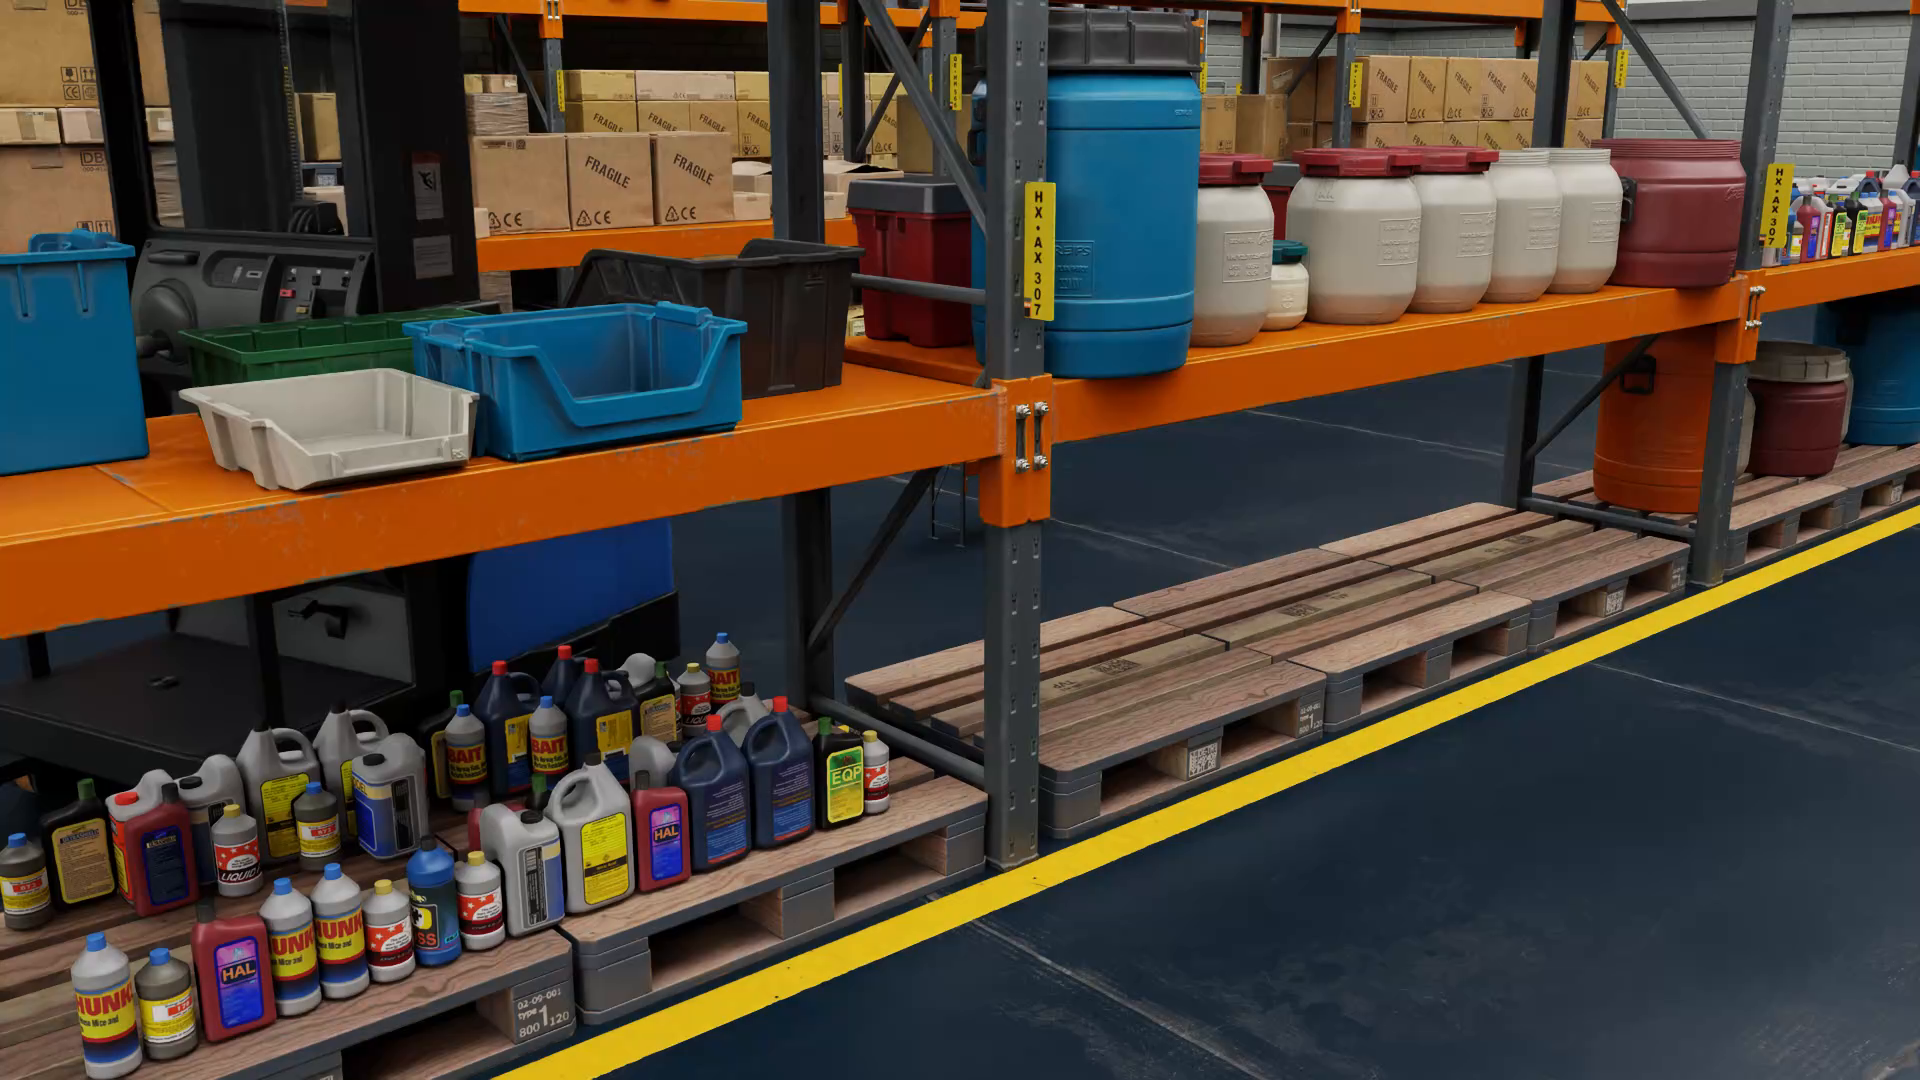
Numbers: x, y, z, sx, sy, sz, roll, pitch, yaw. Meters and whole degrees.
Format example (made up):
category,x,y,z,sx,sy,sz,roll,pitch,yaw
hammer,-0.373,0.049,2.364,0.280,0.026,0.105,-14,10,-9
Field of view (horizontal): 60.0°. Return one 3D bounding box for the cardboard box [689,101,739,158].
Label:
category,x,y,z,sx,sy,sz,roll,pitch,yaw
cardboard box,-2.337,-3.681,14.908,0.500,0.500,0.500,-13,20,-40

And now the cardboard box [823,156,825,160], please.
category,x,y,z,sx,sy,sz,roll,pitch,yaw
cardboard box,-1.488,-3.562,15.722,0.250,0.149,0.380,-13,19,-39

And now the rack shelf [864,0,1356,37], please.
category,x,y,z,sx,sy,sz,roll,pitch,yaw
rack shelf,1.116,-3.753,11.568,4.000,0.370,1.077,-13,19,-39

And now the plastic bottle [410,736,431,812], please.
category,x,y,z,sx,sy,sz,roll,pitch,yaw
plastic bottle,-1.414,0.601,4.257,0.097,0.201,0.097,0,15,0

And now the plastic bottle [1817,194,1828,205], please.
category,x,y,z,sx,sy,sz,roll,pitch,yaw
plastic bottle,4.497,-1.707,8.714,0.097,0.201,0.097,0,15,0

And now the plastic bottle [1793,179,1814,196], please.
category,x,y,z,sx,sy,sz,roll,pitch,yaw
plastic bottle,4.401,-1.764,8.783,0.135,0.276,0.152,-13,19,-39

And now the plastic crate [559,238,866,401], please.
category,x,y,z,sx,sy,sz,roll,pitch,yaw
plastic crate,-0.640,-0.576,4.213,0.504,0.338,0.767,-13,19,-39

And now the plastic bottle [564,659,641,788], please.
category,x,y,z,sx,sy,sz,roll,pitch,yaw
plastic bottle,-0.948,0.482,4.415,0.185,0.351,0.144,-13,19,-39

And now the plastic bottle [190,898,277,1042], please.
category,x,y,z,sx,sy,sz,roll,pitch,yaw
plastic bottle,-1.424,0.827,3.254,0.133,0.283,0.061,-12,19,-38

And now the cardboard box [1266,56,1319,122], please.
category,x,y,z,sx,sy,sz,roll,pitch,yaw
cardboard box,2.836,-3.657,13.498,0.500,0.500,0.500,-13,19,-39

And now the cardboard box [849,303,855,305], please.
category,x,y,z,sx,sy,sz,roll,pitch,yaw
cardboard box,-0.981,-1.426,10.704,0.500,0.311,0.500,-12,19,-38

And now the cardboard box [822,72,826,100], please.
category,x,y,z,sx,sy,sz,roll,pitch,yaw
cardboard box,-1.591,-4.217,15.464,0.500,0.250,0.500,-12,19,-38

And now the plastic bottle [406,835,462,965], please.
category,x,y,z,sx,sy,sz,roll,pitch,yaw
plastic bottle,-1.120,0.758,3.535,0.097,0.271,0.097,0,15,0

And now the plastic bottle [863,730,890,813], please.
category,x,y,z,sx,sy,sz,roll,pitch,yaw
plastic bottle,-0.231,0.592,4.291,0.097,0.201,0.097,0,15,0

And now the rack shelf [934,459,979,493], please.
category,x,y,z,sx,sy,sz,roll,pitch,yaw
rack shelf,0.125,-0.351,7.769,0.480,0.148,0.258,-13,19,-39

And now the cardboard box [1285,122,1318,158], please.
category,x,y,z,sx,sy,sz,roll,pitch,yaw
cardboard box,2.833,-3.173,13.621,0.500,0.500,0.500,-12,19,-38

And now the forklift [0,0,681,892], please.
category,x,y,z,sx,sy,sz,roll,pitch,yaw
forklift,-2.136,-0.670,4.579,1.130,2.935,3.031,8,17,27

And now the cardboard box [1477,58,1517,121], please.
category,x,y,z,sx,sy,sz,roll,pitch,yaw
cardboard box,4.331,-3.808,14.063,0.500,0.500,0.500,-12,19,-38

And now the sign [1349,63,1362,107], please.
category,x,y,z,sx,sy,sz,roll,pitch,yaw
sign,2.992,-3.442,12.579,0.005,0.325,0.100,-13,19,-39

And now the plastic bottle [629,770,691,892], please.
category,x,y,z,sx,sy,sz,roll,pitch,yaw
plastic bottle,-0.699,0.664,3.864,0.133,0.283,0.061,-11,19,-36

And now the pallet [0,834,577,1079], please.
category,x,y,z,sx,sy,sz,roll,pitch,yaw
pallet,-1.616,0.991,3.631,1.213,0.211,1.003,-13,19,-39

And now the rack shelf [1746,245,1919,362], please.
category,x,y,z,sx,sy,sz,roll,pitch,yaw
rack shelf,4.365,-1.338,8.342,4.000,0.370,1.077,-13,19,-39

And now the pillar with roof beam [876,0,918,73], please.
category,x,y,z,sx,sy,sz,roll,pitch,yaw
pillar with roof beam,2.156,-6.301,13.901,0.400,9.000,9.100,-13,19,-39

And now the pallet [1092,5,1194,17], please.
category,x,y,z,sx,sy,sz,roll,pitch,yaw
pallet,1.835,-5.910,18.421,1.213,0.211,1.003,-13,19,-39

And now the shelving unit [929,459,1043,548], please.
category,x,y,z,sx,sy,sz,roll,pitch,yaw
shelving unit,0.125,-0.608,7.700,0.503,1.200,0.258,-13,19,-39

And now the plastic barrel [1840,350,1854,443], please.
category,x,y,z,sx,sy,sz,roll,pitch,yaw
plastic barrel,4.433,-0.739,8.710,0.421,0.512,0.421,0,15,0

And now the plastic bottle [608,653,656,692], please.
category,x,y,z,sx,sy,sz,roll,pitch,yaw
plastic bottle,-0.916,0.463,4.631,0.135,0.276,0.152,-12,19,-37

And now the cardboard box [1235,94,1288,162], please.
category,x,y,z,sx,sy,sz,roll,pitch,yaw
cardboard box,2.120,-3.204,12.926,0.700,0.500,0.500,8,17,28

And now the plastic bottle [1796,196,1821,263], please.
category,x,y,z,sx,sy,sz,roll,pitch,yaw
plastic bottle,3.672,-1.348,7.210,0.133,0.283,0.061,-13,19,-39

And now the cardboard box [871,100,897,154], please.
category,x,y,z,sx,sy,sz,roll,pitch,yaw
cardboard box,-0.813,-4.028,16.208,0.500,0.500,0.500,-13,20,-40

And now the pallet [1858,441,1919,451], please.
category,x,y,z,sx,sy,sz,roll,pitch,yaw
pallet,5.264,-0.555,9.419,1.213,0.211,1.003,-13,19,-39

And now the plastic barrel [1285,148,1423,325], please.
category,x,y,z,sx,sy,sz,roll,pitch,yaw
plastic barrel,1.257,-0.979,5.339,0.433,0.535,0.433,0,15,0

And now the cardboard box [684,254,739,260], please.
category,x,y,z,sx,sy,sz,roll,pitch,yaw
cardboard box,-2.342,-2.686,15.346,0.750,0.750,0.750,-13,20,-40

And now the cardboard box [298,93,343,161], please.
category,x,y,z,sx,sy,sz,roll,pitch,yaw
cardboard box,-4.921,-3.240,13.020,0.500,0.500,0.700,-13,19,-39

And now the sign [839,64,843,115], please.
category,x,y,z,sx,sy,sz,roll,pitch,yaw
sign,-0.756,-2.937,10.844,0.005,0.325,0.100,-13,19,-39

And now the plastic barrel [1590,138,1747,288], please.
category,x,y,z,sx,sy,sz,roll,pitch,yaw
plastic barrel,2.705,-1.275,6.448,0.708,0.536,0.600,-13,19,-39

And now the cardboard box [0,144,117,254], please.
category,x,y,z,sx,sy,sz,roll,pitch,yaw
cardboard box,-4.135,-1.516,7.418,0.500,0.500,0.700,-13,20,-40

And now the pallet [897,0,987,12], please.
category,x,y,z,sx,sy,sz,roll,pitch,yaw
pallet,-0.006,-5.496,16.874,1.213,0.211,1.003,-13,19,-39

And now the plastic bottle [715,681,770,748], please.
category,x,y,z,sx,sy,sz,roll,pitch,yaw
plastic bottle,-0.553,0.535,4.216,0.185,0.351,0.144,-13,19,-39

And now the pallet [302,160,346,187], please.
category,x,y,z,sx,sy,sz,roll,pitch,yaw
pallet,-5.114,-2.840,12.941,1.213,0.211,1.003,-13,19,-39

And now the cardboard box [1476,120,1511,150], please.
category,x,y,z,sx,sy,sz,roll,pitch,yaw
cardboard box,4.334,-3.329,14.208,0.500,0.500,0.500,-13,20,-40

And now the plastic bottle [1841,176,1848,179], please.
category,x,y,z,sx,sy,sz,roll,pitch,yaw
plastic bottle,4.893,-1.882,9.233,0.097,0.271,0.097,0,15,0

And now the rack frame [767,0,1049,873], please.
category,x,y,z,sx,sy,sz,roll,pitch,yaw
rack frame,-0.162,-0.670,4.444,0.127,3.000,1.000,-13,19,-39

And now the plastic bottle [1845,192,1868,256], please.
category,x,y,z,sx,sy,sz,roll,pitch,yaw
plastic bottle,4.049,-1.432,7.526,0.133,0.283,0.061,-13,19,-39

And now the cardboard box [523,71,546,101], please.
category,x,y,z,sx,sy,sz,roll,pitch,yaw
cardboard box,-3.476,-3.967,14.527,0.500,0.250,0.500,-12,19,-38

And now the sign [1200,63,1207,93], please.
category,x,y,z,sx,sy,sz,roll,pitch,yaw
sign,2.733,-5.197,18.691,0.005,0.325,0.100,-13,19,-39

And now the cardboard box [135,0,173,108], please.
category,x,y,z,sx,sy,sz,roll,pitch,yaw
cardboard box,-3.741,-2.233,7.590,0.500,0.500,0.700,-13,19,-39

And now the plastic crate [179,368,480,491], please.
category,x,y,z,sx,sy,sz,roll,pitch,yaw
plastic crate,-1.220,-0.218,3.264,0.437,0.136,0.530,-13,19,-39

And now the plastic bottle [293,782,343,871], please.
category,x,y,z,sx,sy,sz,roll,pitch,yaw
plastic bottle,-1.534,0.677,3.971,0.097,0.201,0.097,0,15,0

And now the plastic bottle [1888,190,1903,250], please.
category,x,y,z,sx,sy,sz,roll,pitch,yaw
plastic bottle,4.371,-1.505,7.822,0.097,0.271,0.097,0,15,0

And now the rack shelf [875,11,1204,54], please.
category,x,y,z,sx,sy,sz,roll,pitch,yaw
rack shelf,0.879,-5.394,17.712,4.000,0.370,1.077,-13,19,-39

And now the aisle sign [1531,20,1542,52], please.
category,x,y,z,sx,sy,sz,roll,pitch,yaw
aisle sign,5.501,-4.992,15.589,0.004,0.787,0.394,-13,19,-39

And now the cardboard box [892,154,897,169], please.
category,x,y,z,sx,sy,sz,roll,pitch,yaw
cardboard box,-0.699,-3.729,16.347,0.250,0.149,0.380,-12,19,-39

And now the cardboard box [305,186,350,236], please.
category,x,y,z,sx,sy,sz,roll,pitch,yaw
cardboard box,-3.068,-1.654,8.420,0.500,0.250,0.500,-11,19,-36

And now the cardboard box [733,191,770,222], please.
category,x,y,z,sx,sy,sz,roll,pitch,yaw
cardboard box,-1.318,-1.964,9.776,0.250,0.149,0.380,-11,18,-35

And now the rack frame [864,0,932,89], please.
category,x,y,z,sx,sy,sz,roll,pitch,yaw
rack frame,-0.630,-3.953,16.738,0.127,3.000,1.000,-13,19,-39

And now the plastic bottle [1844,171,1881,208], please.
category,x,y,z,sx,sy,sz,roll,pitch,yaw
plastic bottle,4.362,-1.602,8.030,0.185,0.351,0.144,-13,19,-39

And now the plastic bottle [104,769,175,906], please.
category,x,y,z,sx,sy,sz,roll,pitch,yaw
plastic bottle,-1.873,0.678,3.826,0.135,0.276,0.152,-12,19,-39
